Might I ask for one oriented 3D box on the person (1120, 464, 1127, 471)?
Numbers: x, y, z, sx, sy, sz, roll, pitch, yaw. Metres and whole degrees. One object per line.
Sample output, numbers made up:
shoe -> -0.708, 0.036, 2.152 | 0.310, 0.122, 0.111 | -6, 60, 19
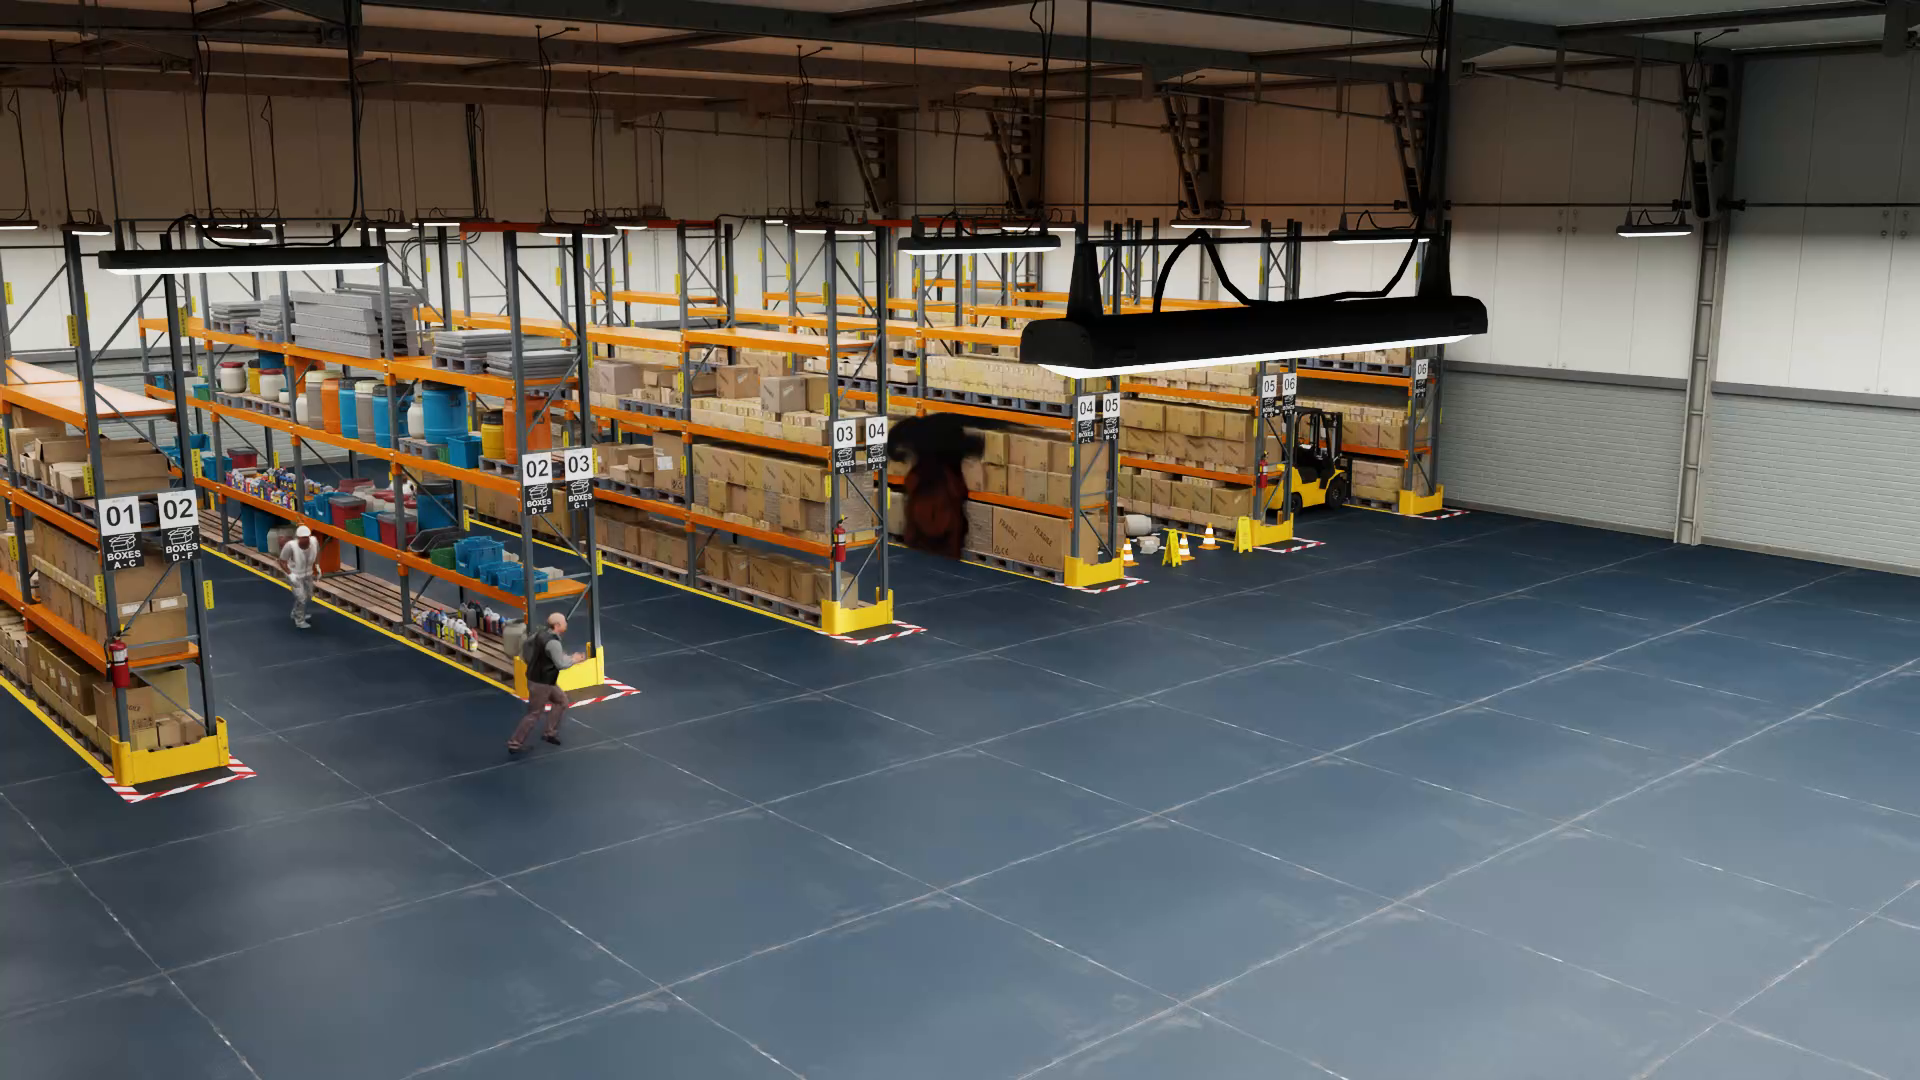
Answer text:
person -> 3.766, -1.755, 36.418 | 0.561, 1.638, 0.948 | -11, 16, -44

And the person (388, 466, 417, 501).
person -> -10.078, -0.510, 30.188 | 0.521, 1.701, 0.783 | -11, 16, -44

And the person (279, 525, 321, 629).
person -> -9.973, 0.531, 25.131 | 0.919, 1.635, 0.707 | 6, 13, 29

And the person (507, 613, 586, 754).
person -> -4.850, 1.674, 19.418 | 0.964, 1.669, 0.663 | -5, 13, -24
